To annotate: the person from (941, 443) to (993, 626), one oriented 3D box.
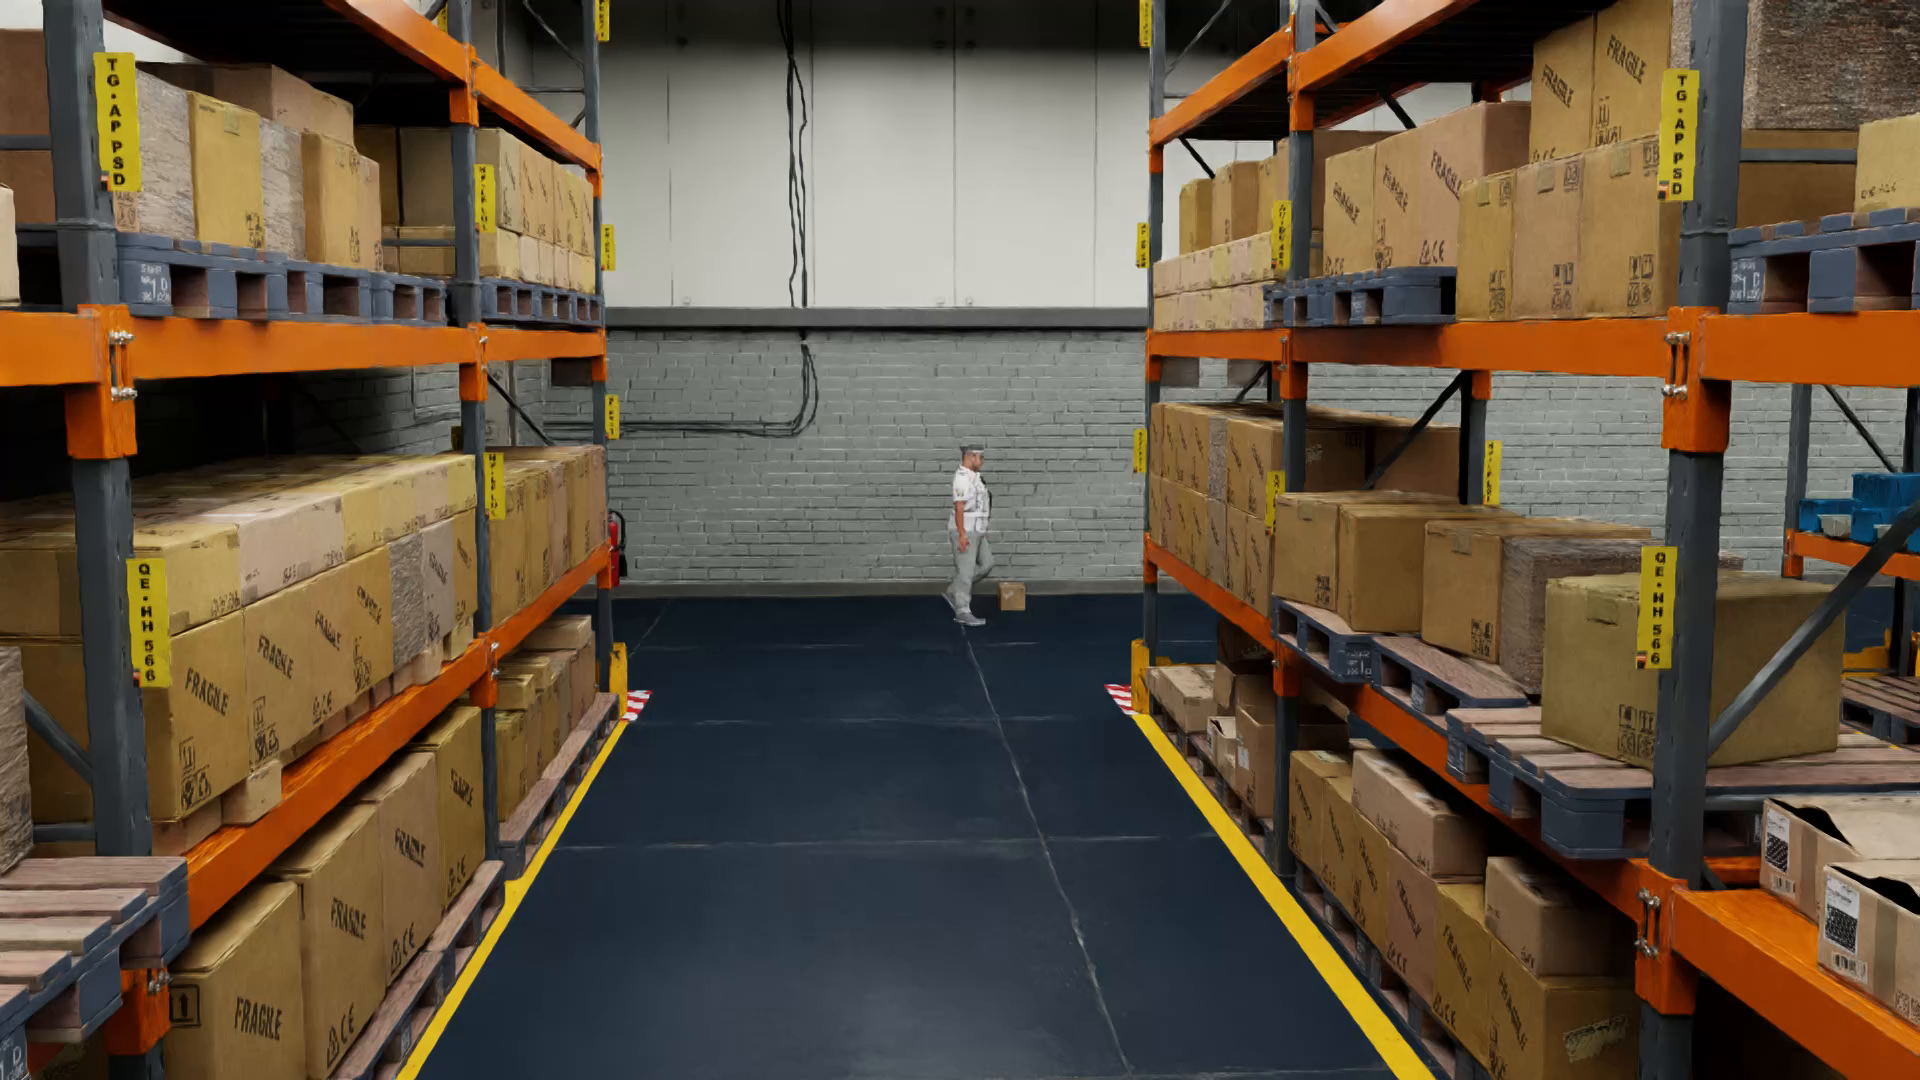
[{"bbox_3d":[0.049,-0.078,16.257,0.512,1.741,0.614,1,7,12],"label":"person"}]
